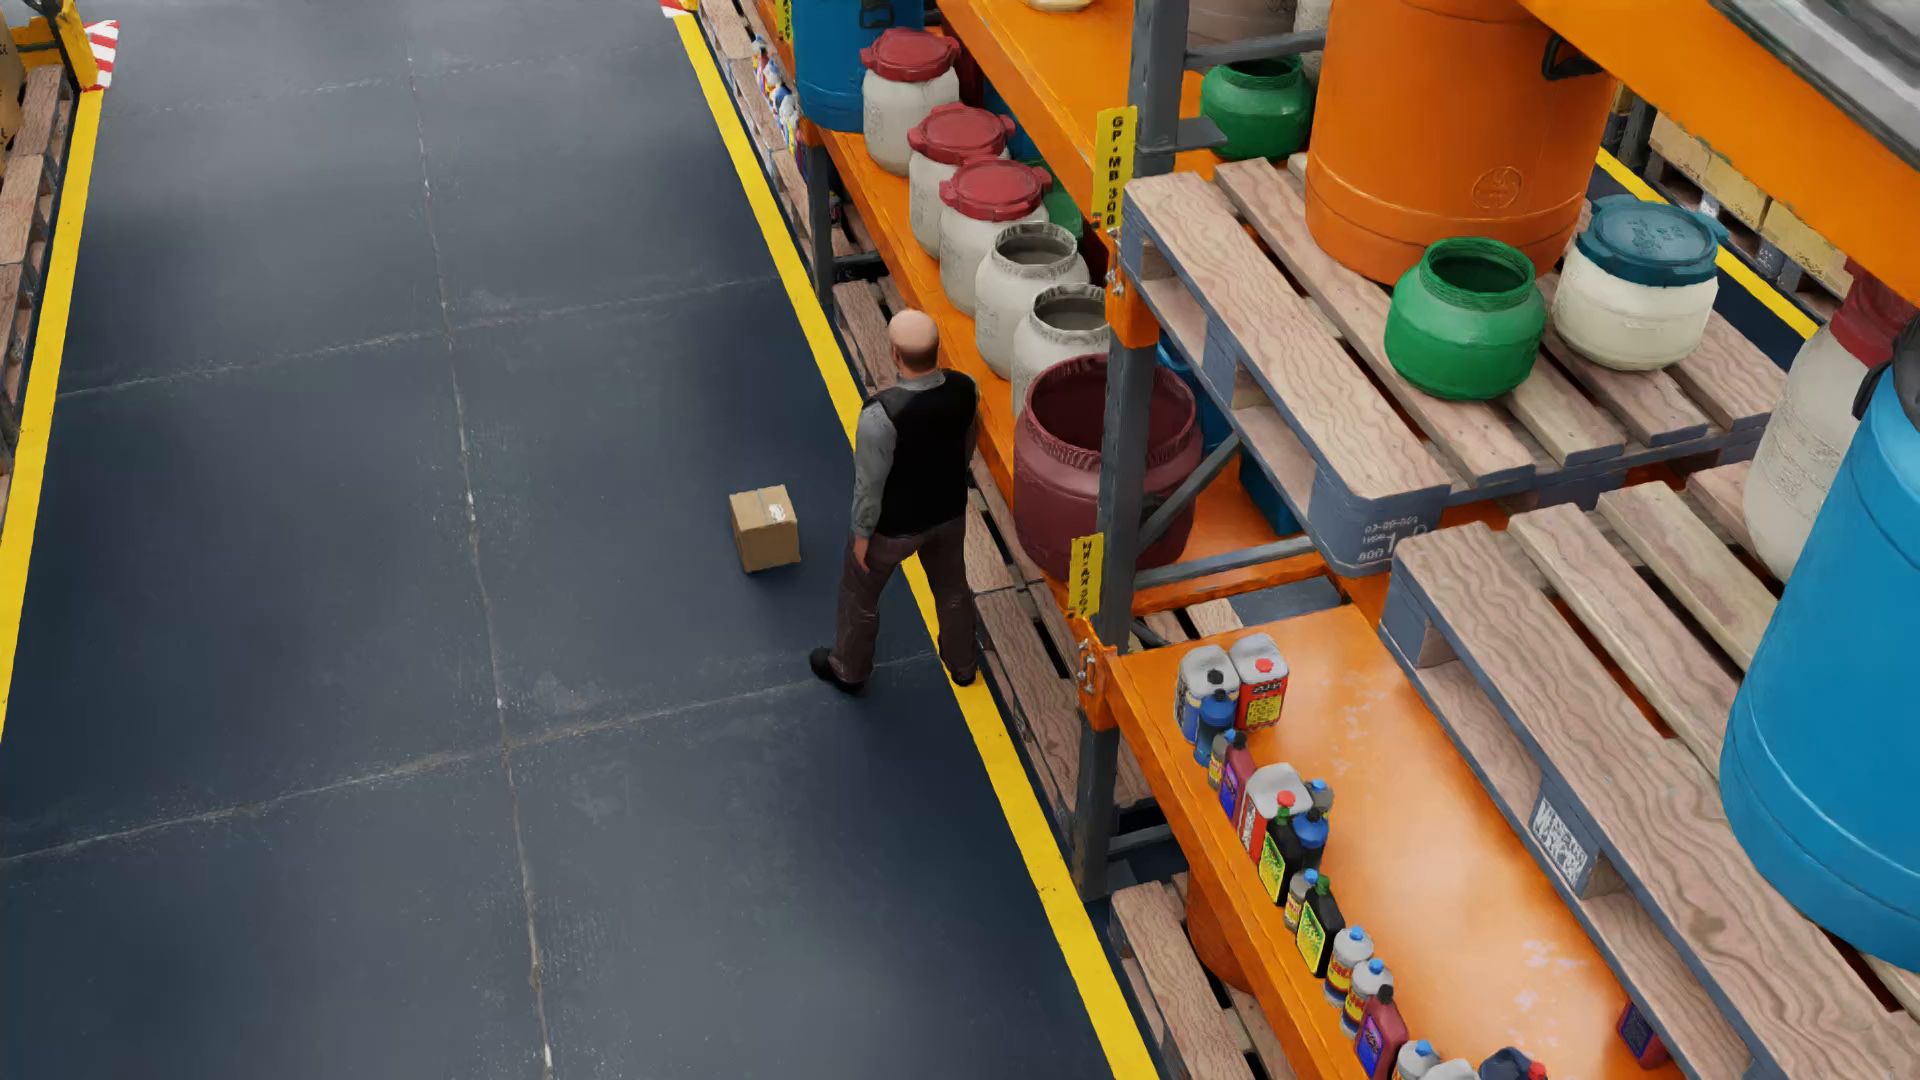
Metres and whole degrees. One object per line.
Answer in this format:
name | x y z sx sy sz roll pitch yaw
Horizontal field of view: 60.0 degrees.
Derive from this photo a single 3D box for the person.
person | -0.229 -0.117 6.285 0.655 1.715 0.533 -25 48 -25
